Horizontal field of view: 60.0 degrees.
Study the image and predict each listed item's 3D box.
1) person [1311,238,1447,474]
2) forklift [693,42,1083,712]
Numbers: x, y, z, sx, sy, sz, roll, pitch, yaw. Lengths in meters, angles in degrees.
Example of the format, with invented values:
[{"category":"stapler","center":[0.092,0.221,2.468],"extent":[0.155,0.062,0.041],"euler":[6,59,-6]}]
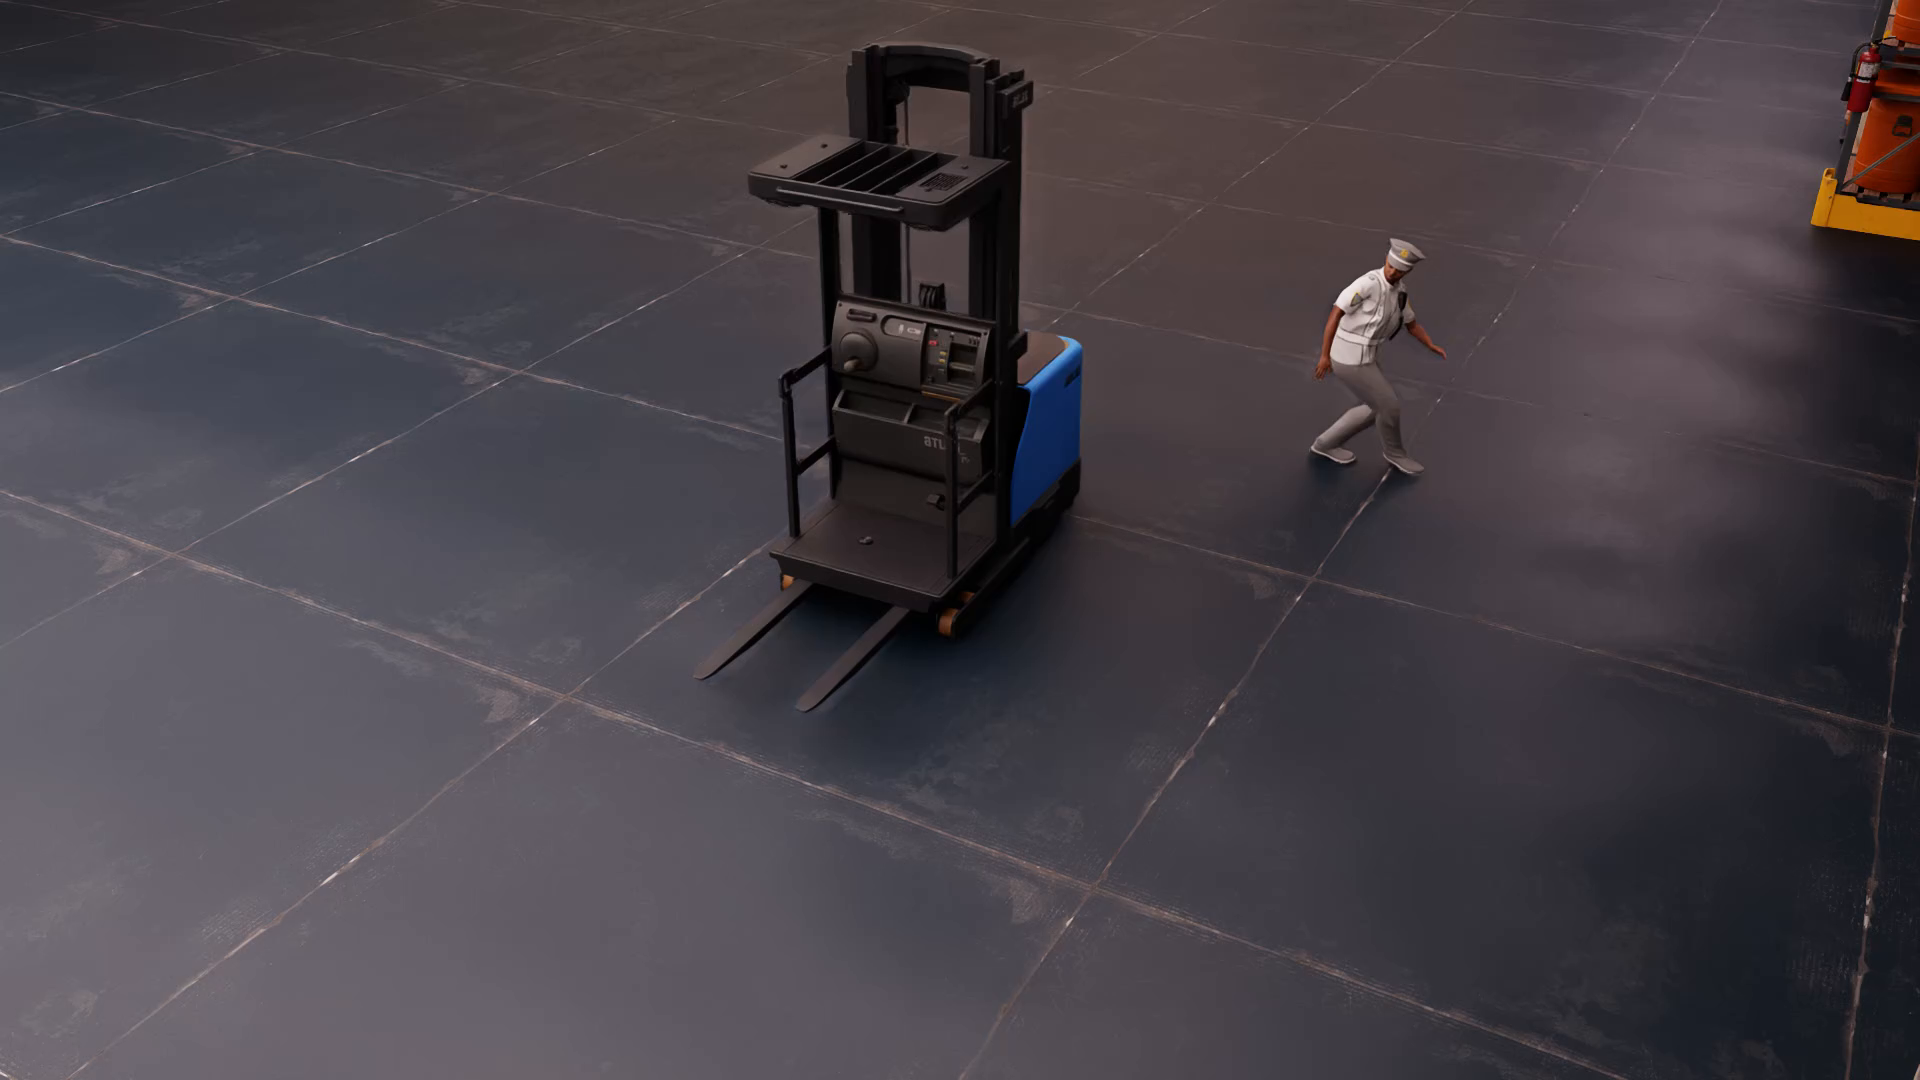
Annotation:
[{"category":"person","center":[2.622,-1.097,10.388],"extent":[0.779,1.552,0.704],"euler":[16,34,26]},{"category":"forklift","center":[-0.365,-0.989,8.784],"extent":[1.130,2.935,3.031],"euler":[14,33,23]}]
